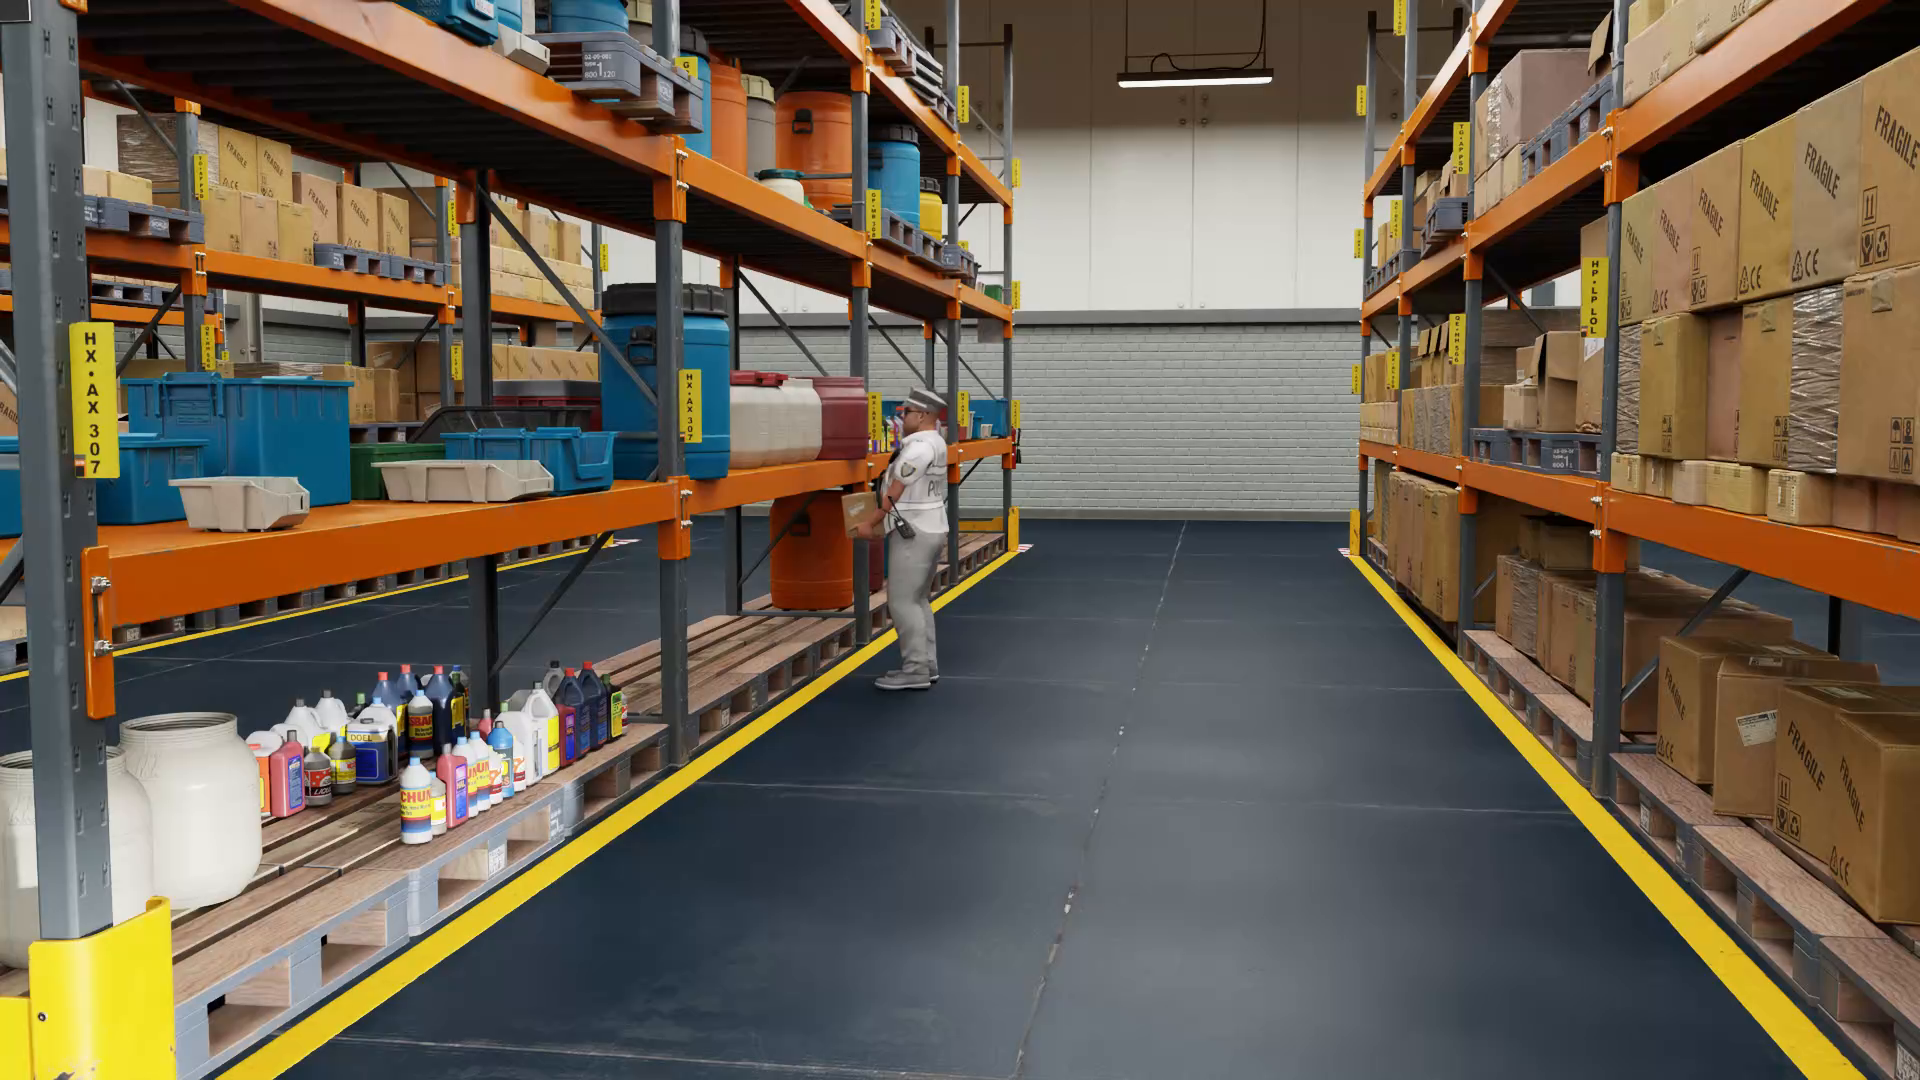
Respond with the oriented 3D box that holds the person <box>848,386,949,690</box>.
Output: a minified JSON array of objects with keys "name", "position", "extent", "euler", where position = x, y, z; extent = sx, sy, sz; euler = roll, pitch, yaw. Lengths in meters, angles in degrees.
[{"name":"person","position":[-0.352,-0.021,9.765],"extent":[0.567,1.766,0.494],"euler":[1,4,10]}]
